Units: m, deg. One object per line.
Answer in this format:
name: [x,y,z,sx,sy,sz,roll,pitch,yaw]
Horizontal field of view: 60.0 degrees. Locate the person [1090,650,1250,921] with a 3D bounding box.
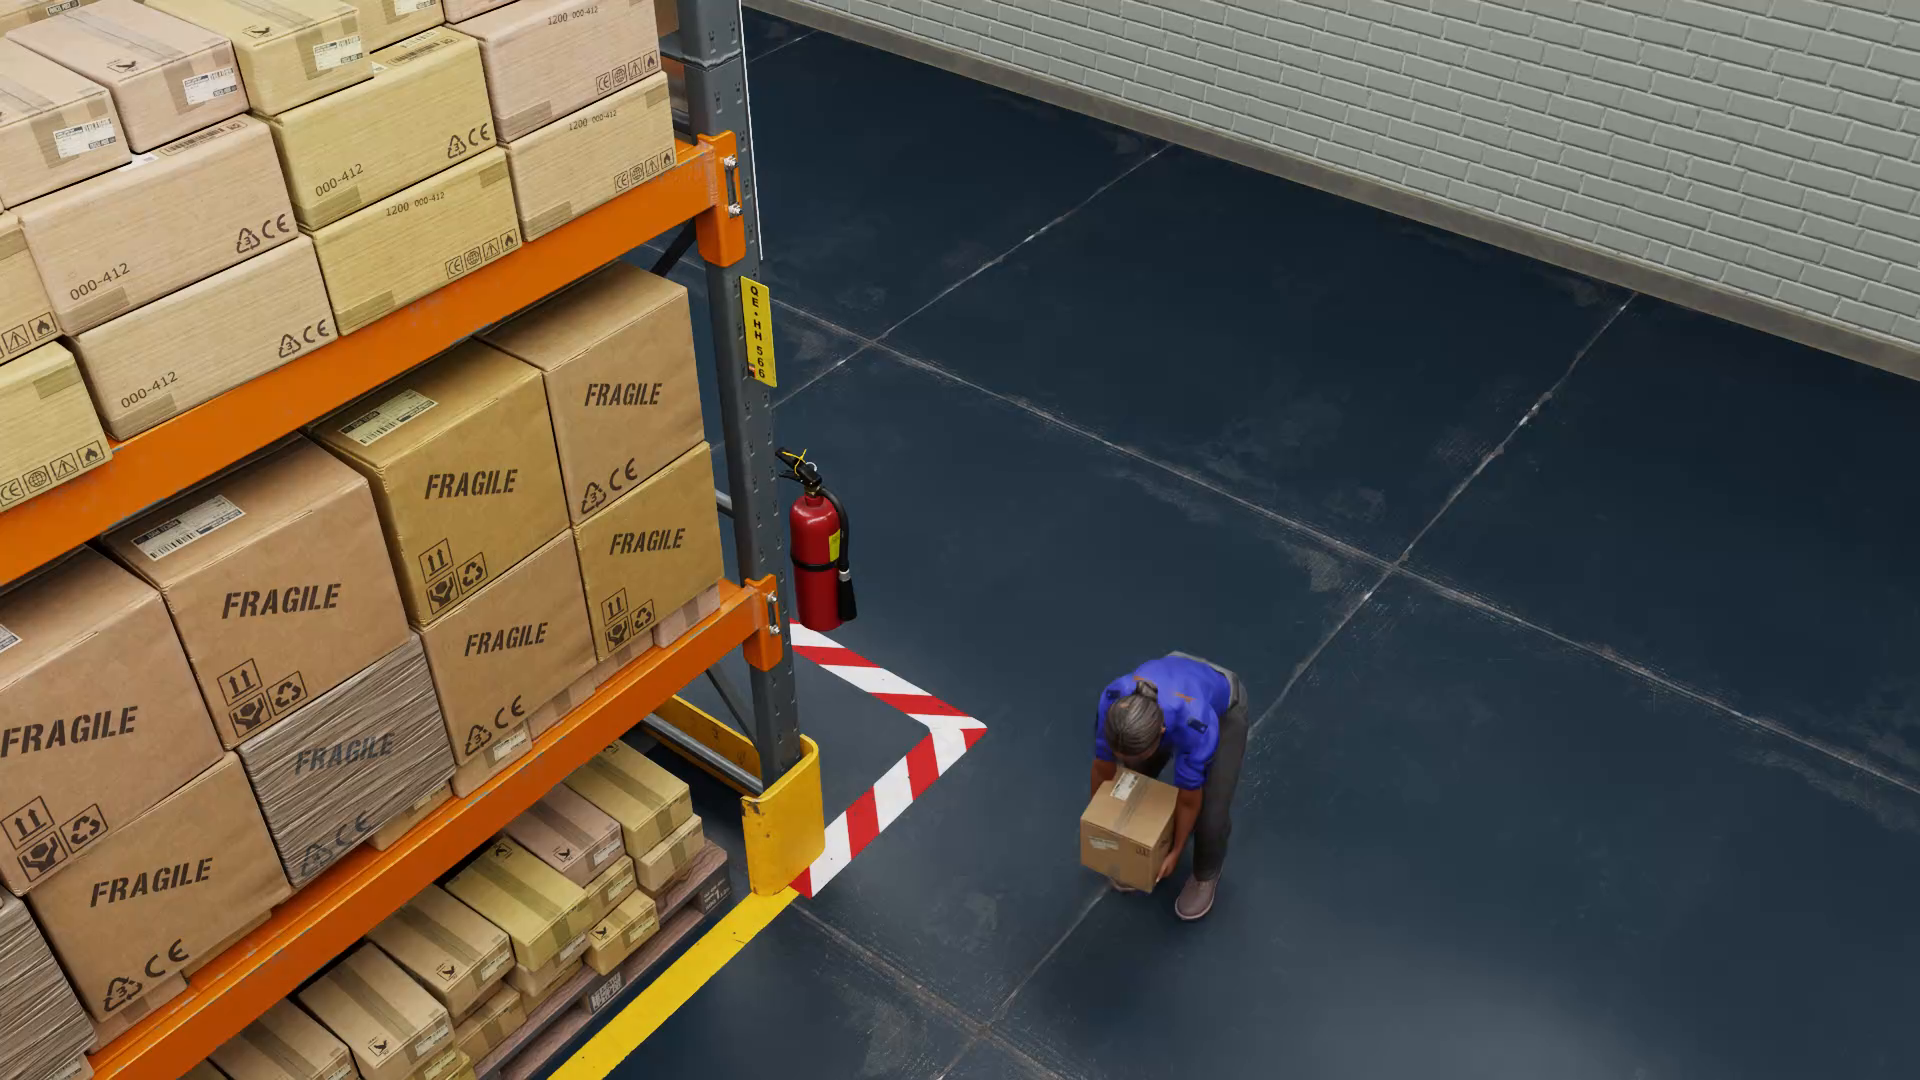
person: [0.653,0.817,5.432,0.407,1.315,0.799,19,43,22]
